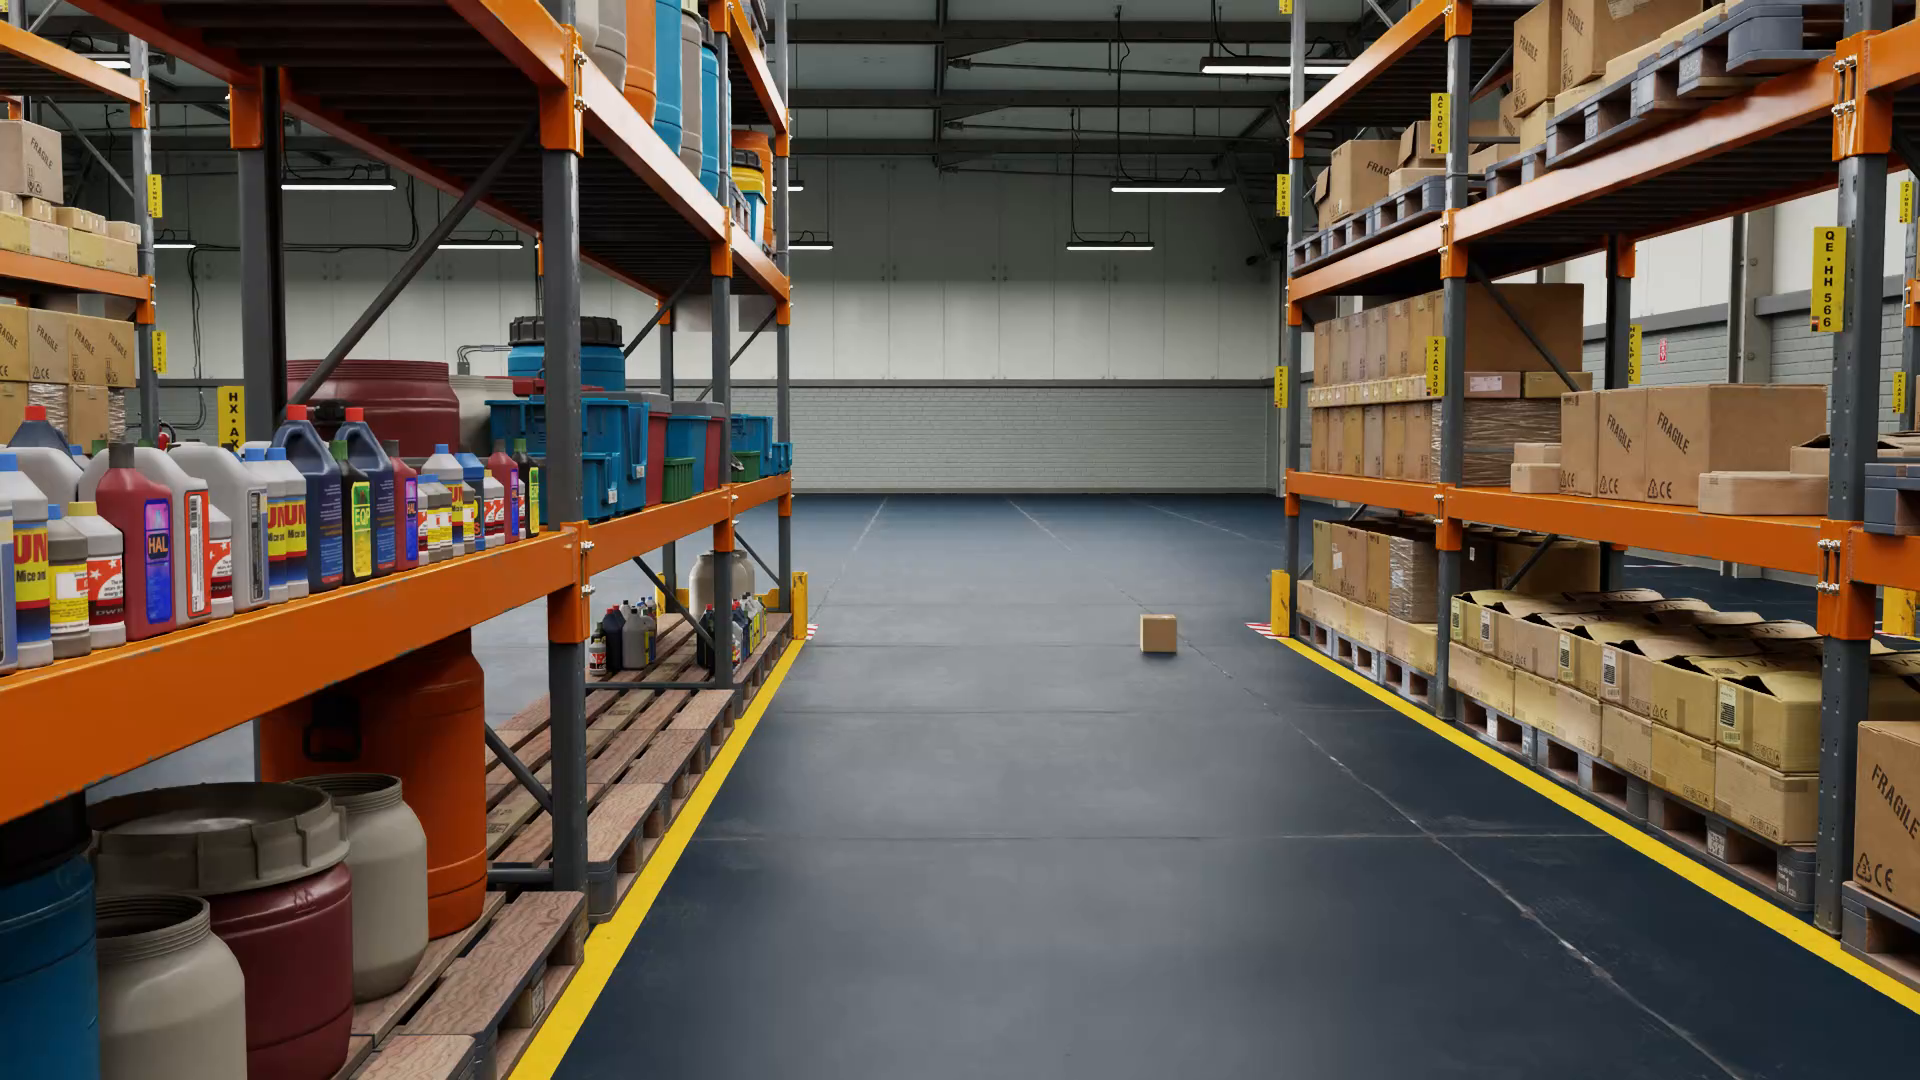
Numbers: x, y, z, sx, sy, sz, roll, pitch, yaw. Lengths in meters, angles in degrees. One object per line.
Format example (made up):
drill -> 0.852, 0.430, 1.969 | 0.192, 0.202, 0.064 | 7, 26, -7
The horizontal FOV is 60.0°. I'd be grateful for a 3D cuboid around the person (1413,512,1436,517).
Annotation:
person -> 3.975, -0.223, 14.399 | 0.559, 1.760, 0.646 | 0, 4, 8
